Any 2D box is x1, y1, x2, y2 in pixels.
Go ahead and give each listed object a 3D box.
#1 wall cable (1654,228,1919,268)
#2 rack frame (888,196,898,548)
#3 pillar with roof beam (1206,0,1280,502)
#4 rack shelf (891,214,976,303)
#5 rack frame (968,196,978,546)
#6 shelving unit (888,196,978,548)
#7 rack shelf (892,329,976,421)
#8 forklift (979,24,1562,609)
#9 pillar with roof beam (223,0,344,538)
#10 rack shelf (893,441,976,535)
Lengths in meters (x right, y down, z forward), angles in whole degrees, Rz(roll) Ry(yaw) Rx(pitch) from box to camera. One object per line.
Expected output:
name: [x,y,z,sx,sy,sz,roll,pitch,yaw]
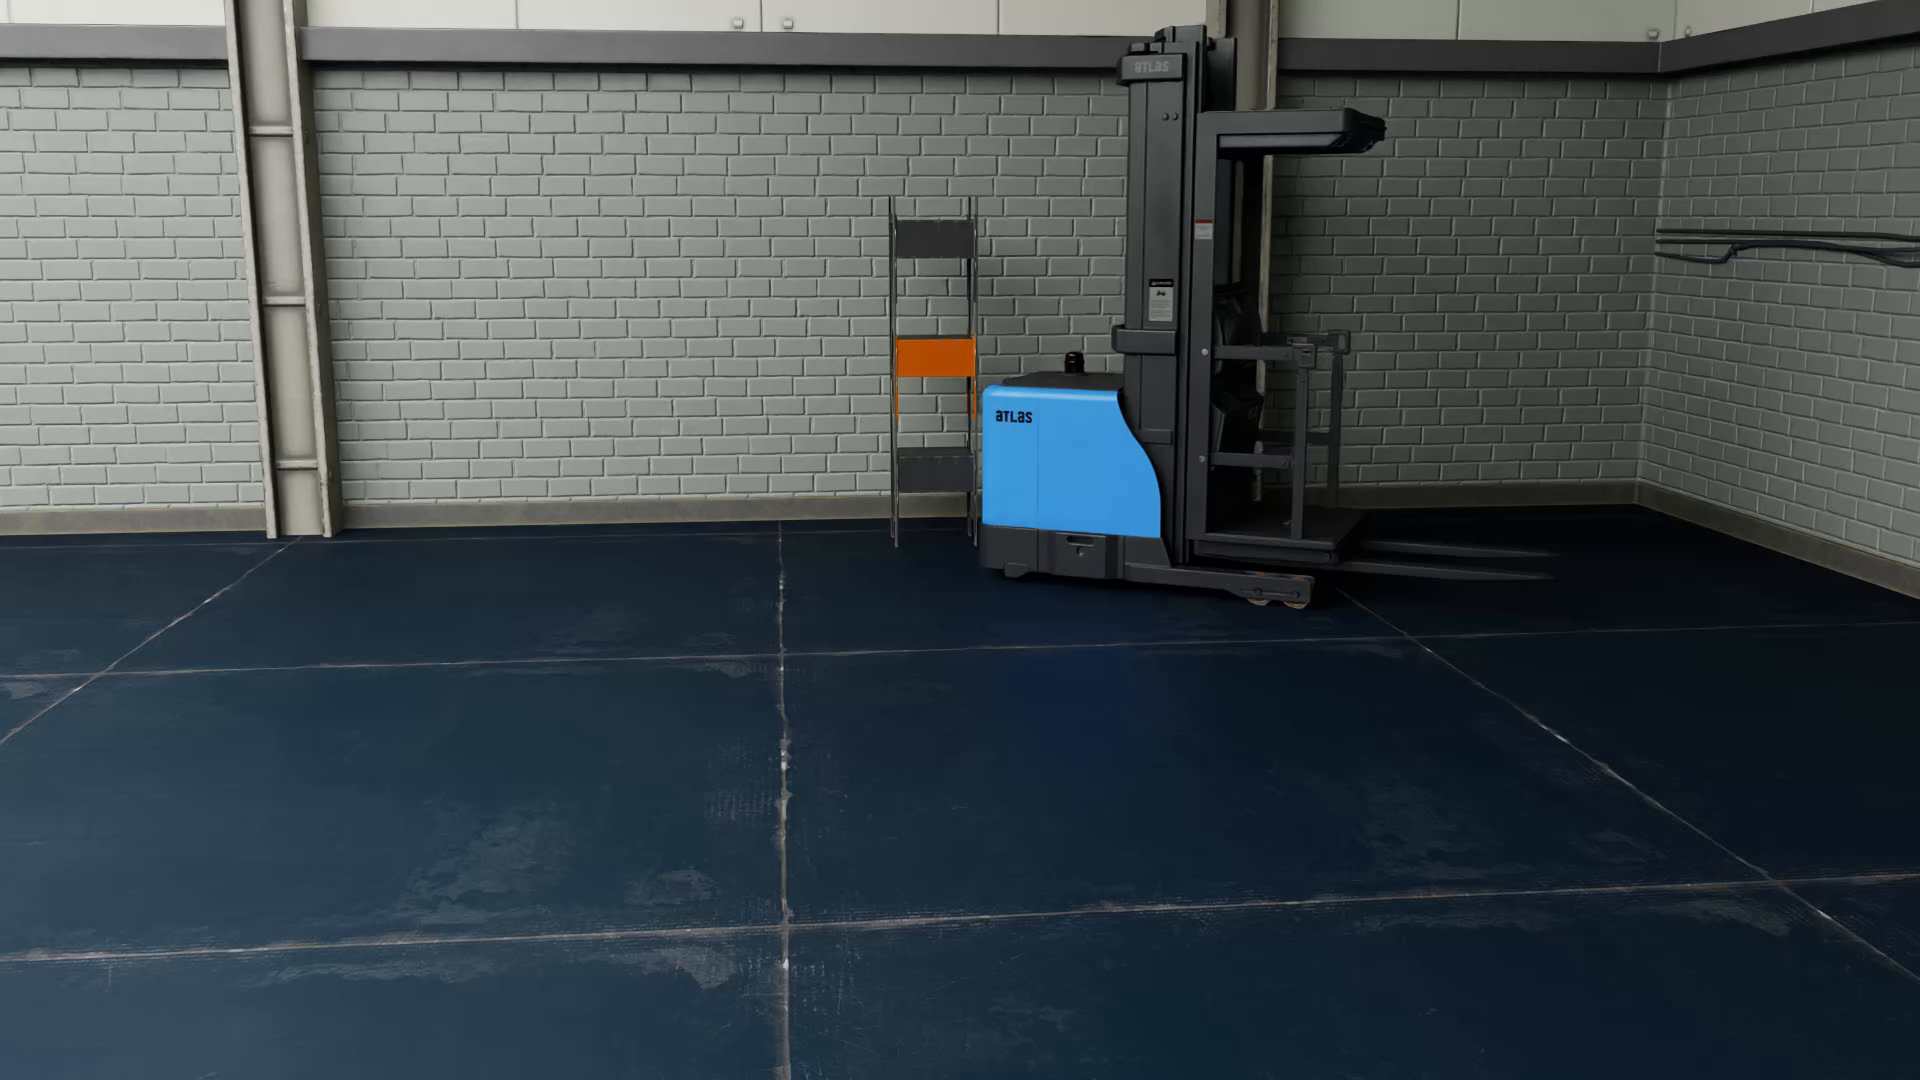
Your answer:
wall cable: [4.872,-2.870,9.688,0.112,2.526,3.097,-1,11,-6]
rack frame: [-0.407,-1.022,10.122,0.015,2.100,0.400,-1,11,-6]
pillar with roof beam: [2.265,-3.760,6.167,0.400,9.000,9.100,-1,11,-6]
rack shelf: [-0.165,-1.700,10.015,0.480,0.518,0.431,-1,11,-6]
rack frame: [0.078,-1.032,10.174,0.015,2.100,0.400,-1,11,-6]
shelving unit: [-0.165,-1.027,10.148,0.503,2.100,0.431,-1,11,-6]
rack shelf: [-0.165,-1.013,10.151,0.480,0.518,0.431,-1,11,-6]
forklift: [1.675,-1.200,8.875,3.031,2.935,1.130,5,12,22]
pillar with roof beam: [-3.700,-3.635,5.531,0.400,9.000,9.100,-1,11,-6]
rack shelf: [-0.165,-0.327,10.286,0.480,0.518,0.431,-1,11,-6]
